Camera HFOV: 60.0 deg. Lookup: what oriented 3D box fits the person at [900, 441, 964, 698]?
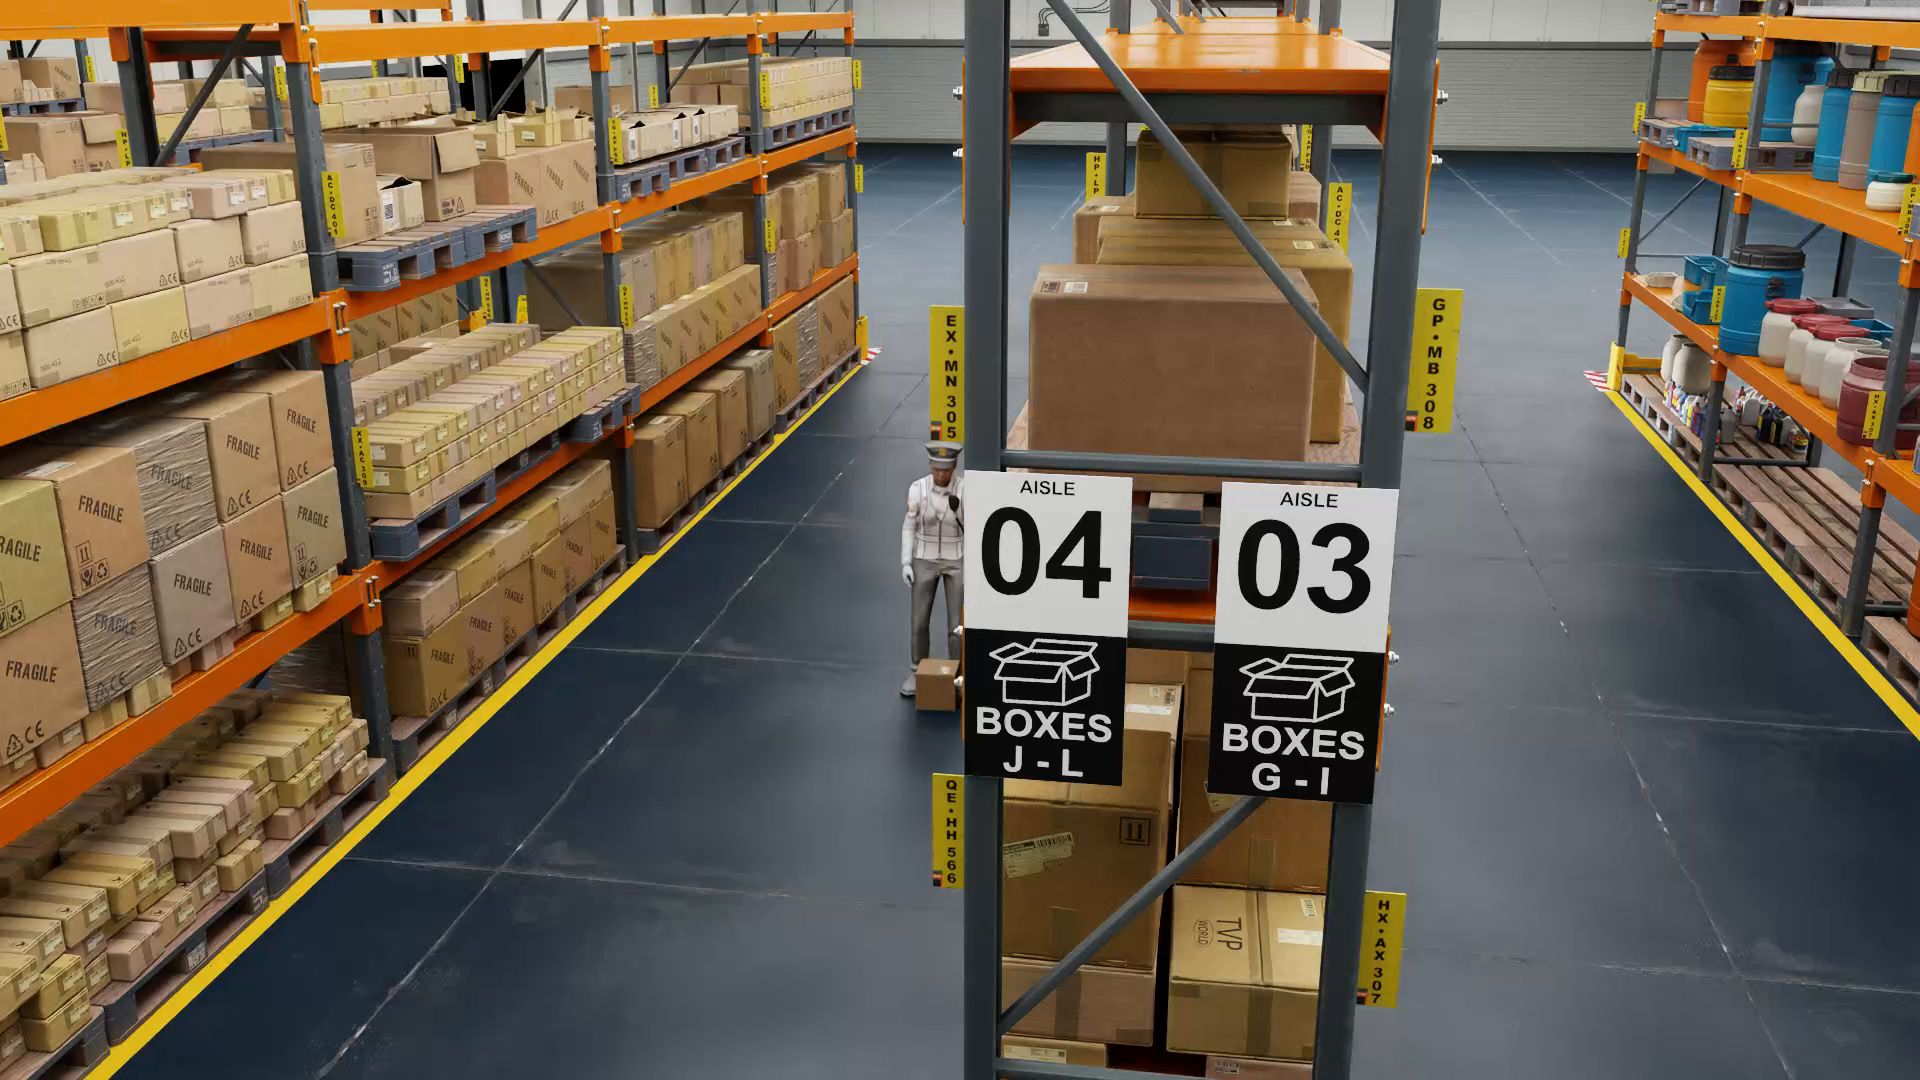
[{"bbox_3d":[-0.115,0.171,10.524,0.518,1.663,0.368,2,18,6],"label":"person"}]
